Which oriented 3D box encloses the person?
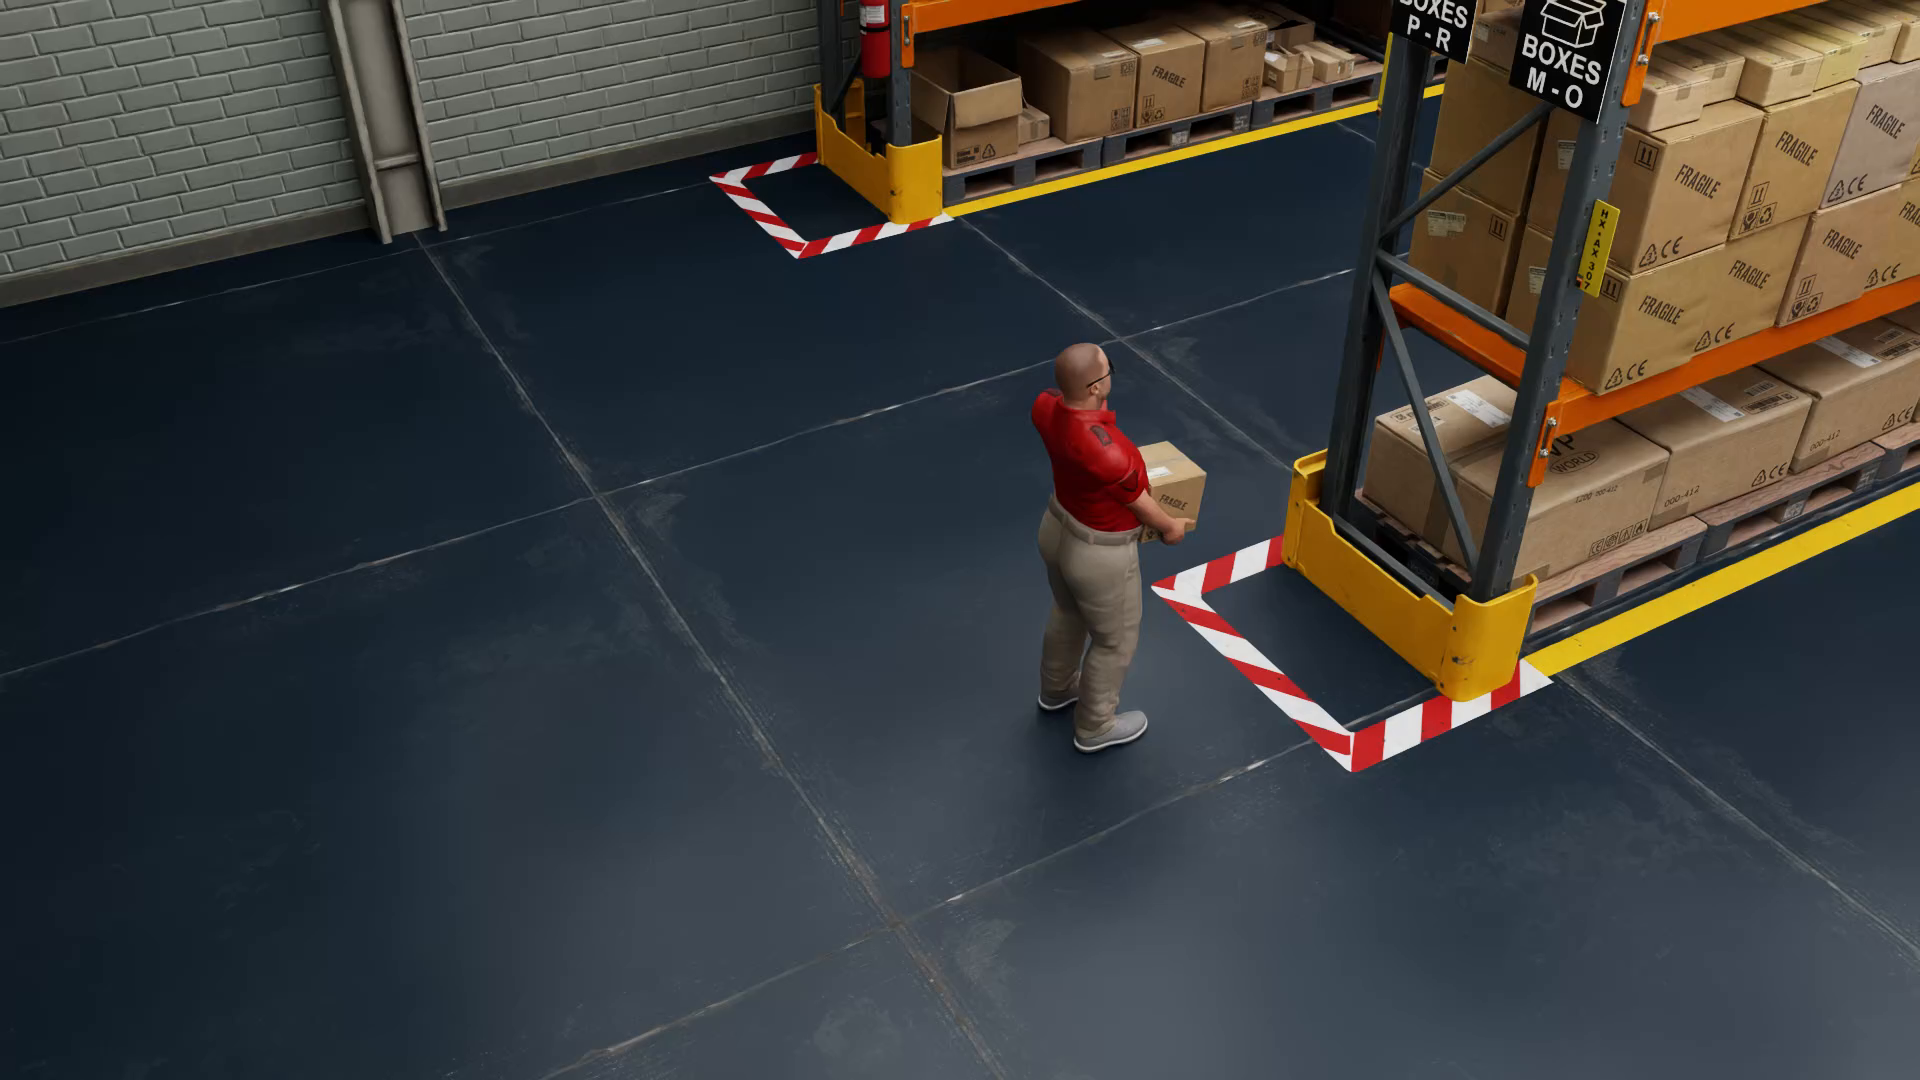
[{"bbox_3d":[0.560,-0.010,6.187,0.537,1.712,0.493,-19,41,-23],"label":"person"}]
